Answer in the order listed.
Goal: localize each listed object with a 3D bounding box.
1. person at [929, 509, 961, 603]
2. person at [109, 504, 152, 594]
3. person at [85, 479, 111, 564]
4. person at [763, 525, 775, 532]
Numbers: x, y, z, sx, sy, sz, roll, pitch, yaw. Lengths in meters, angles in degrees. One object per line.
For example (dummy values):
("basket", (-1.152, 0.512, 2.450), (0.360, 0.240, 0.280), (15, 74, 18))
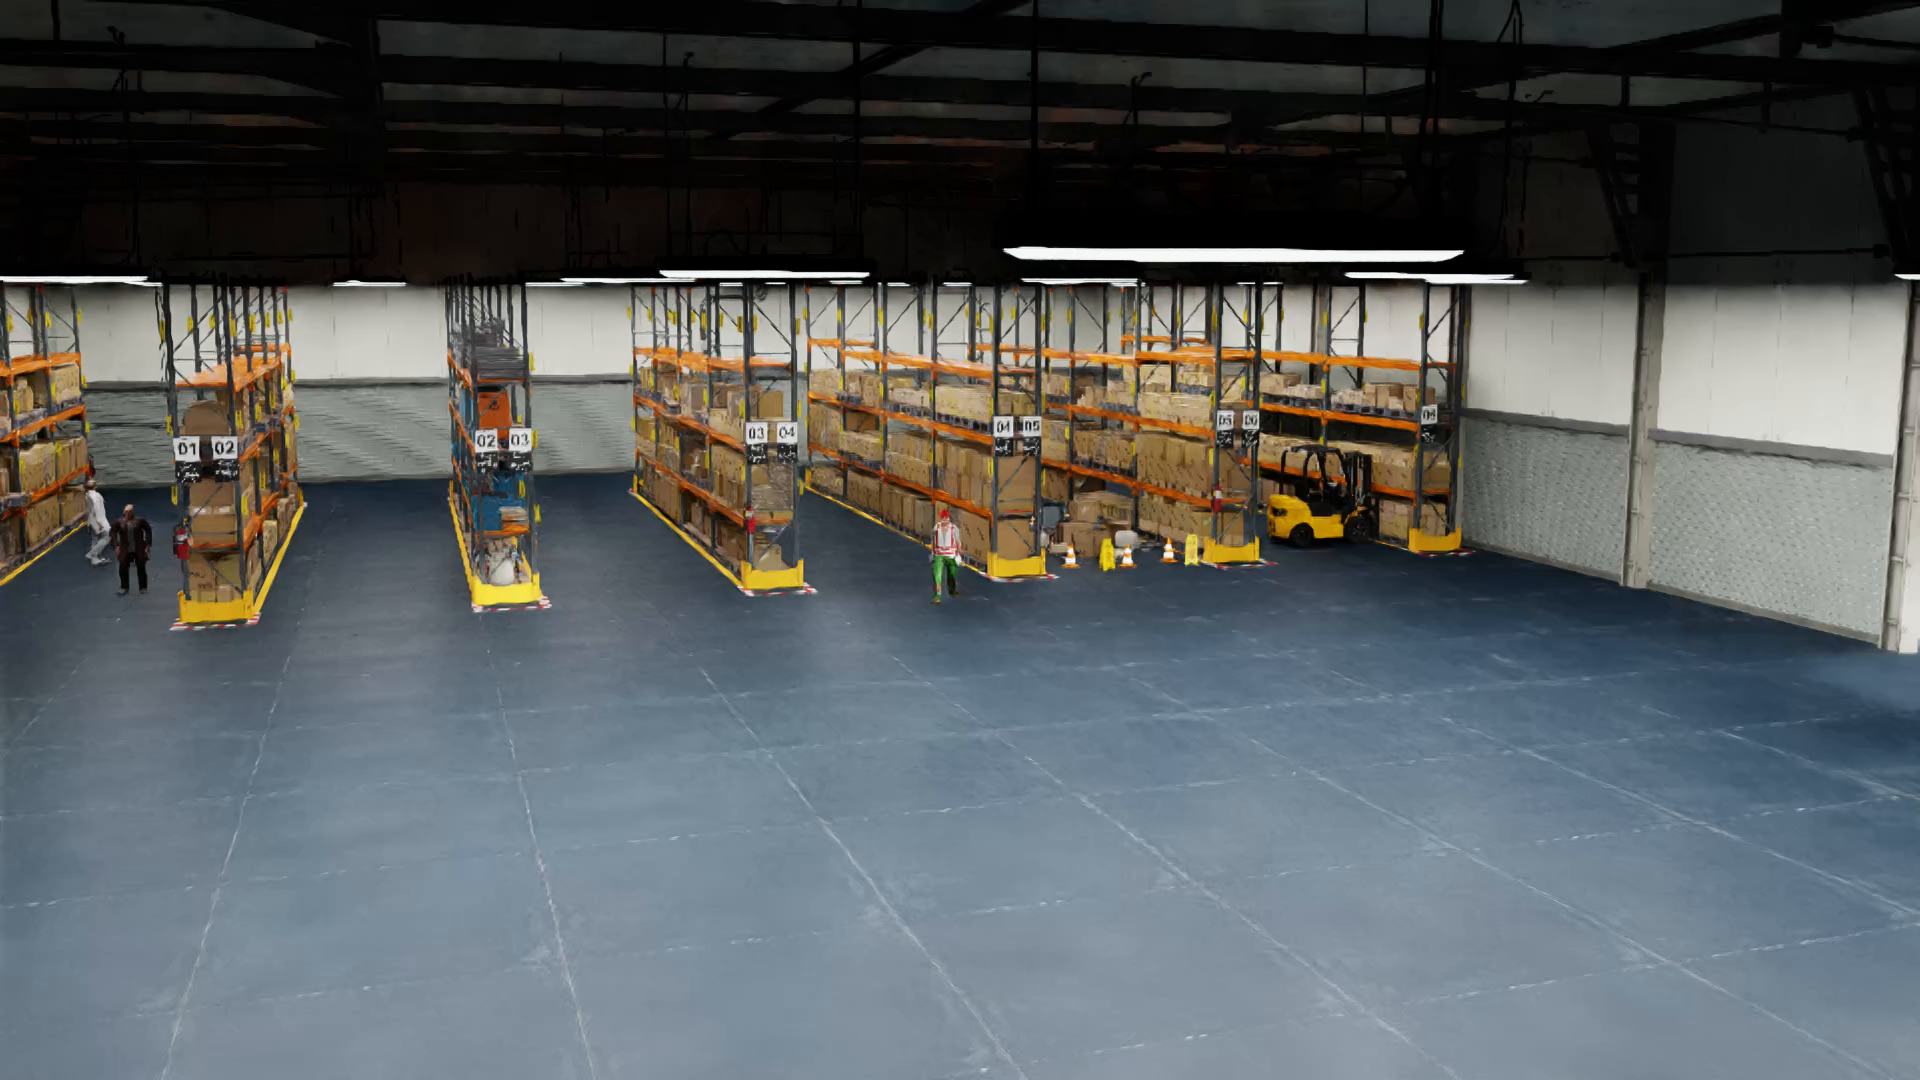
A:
("person", (-0.273, 0.272, 30.600), (0.593, 1.733, 0.988), (0, 9, 2))
("person", (-15.580, 0.164, 31.294), (0.729, 1.733, 0.546), (-3, 9, -20))
("person", (-18.001, -0.374, 34.656), (0.517, 1.779, 0.634), (-8, 12, -44))
("person", (-4.523, -0.999, 39.284), (0.423, 1.599, 0.497), (-7, 11, -39))
